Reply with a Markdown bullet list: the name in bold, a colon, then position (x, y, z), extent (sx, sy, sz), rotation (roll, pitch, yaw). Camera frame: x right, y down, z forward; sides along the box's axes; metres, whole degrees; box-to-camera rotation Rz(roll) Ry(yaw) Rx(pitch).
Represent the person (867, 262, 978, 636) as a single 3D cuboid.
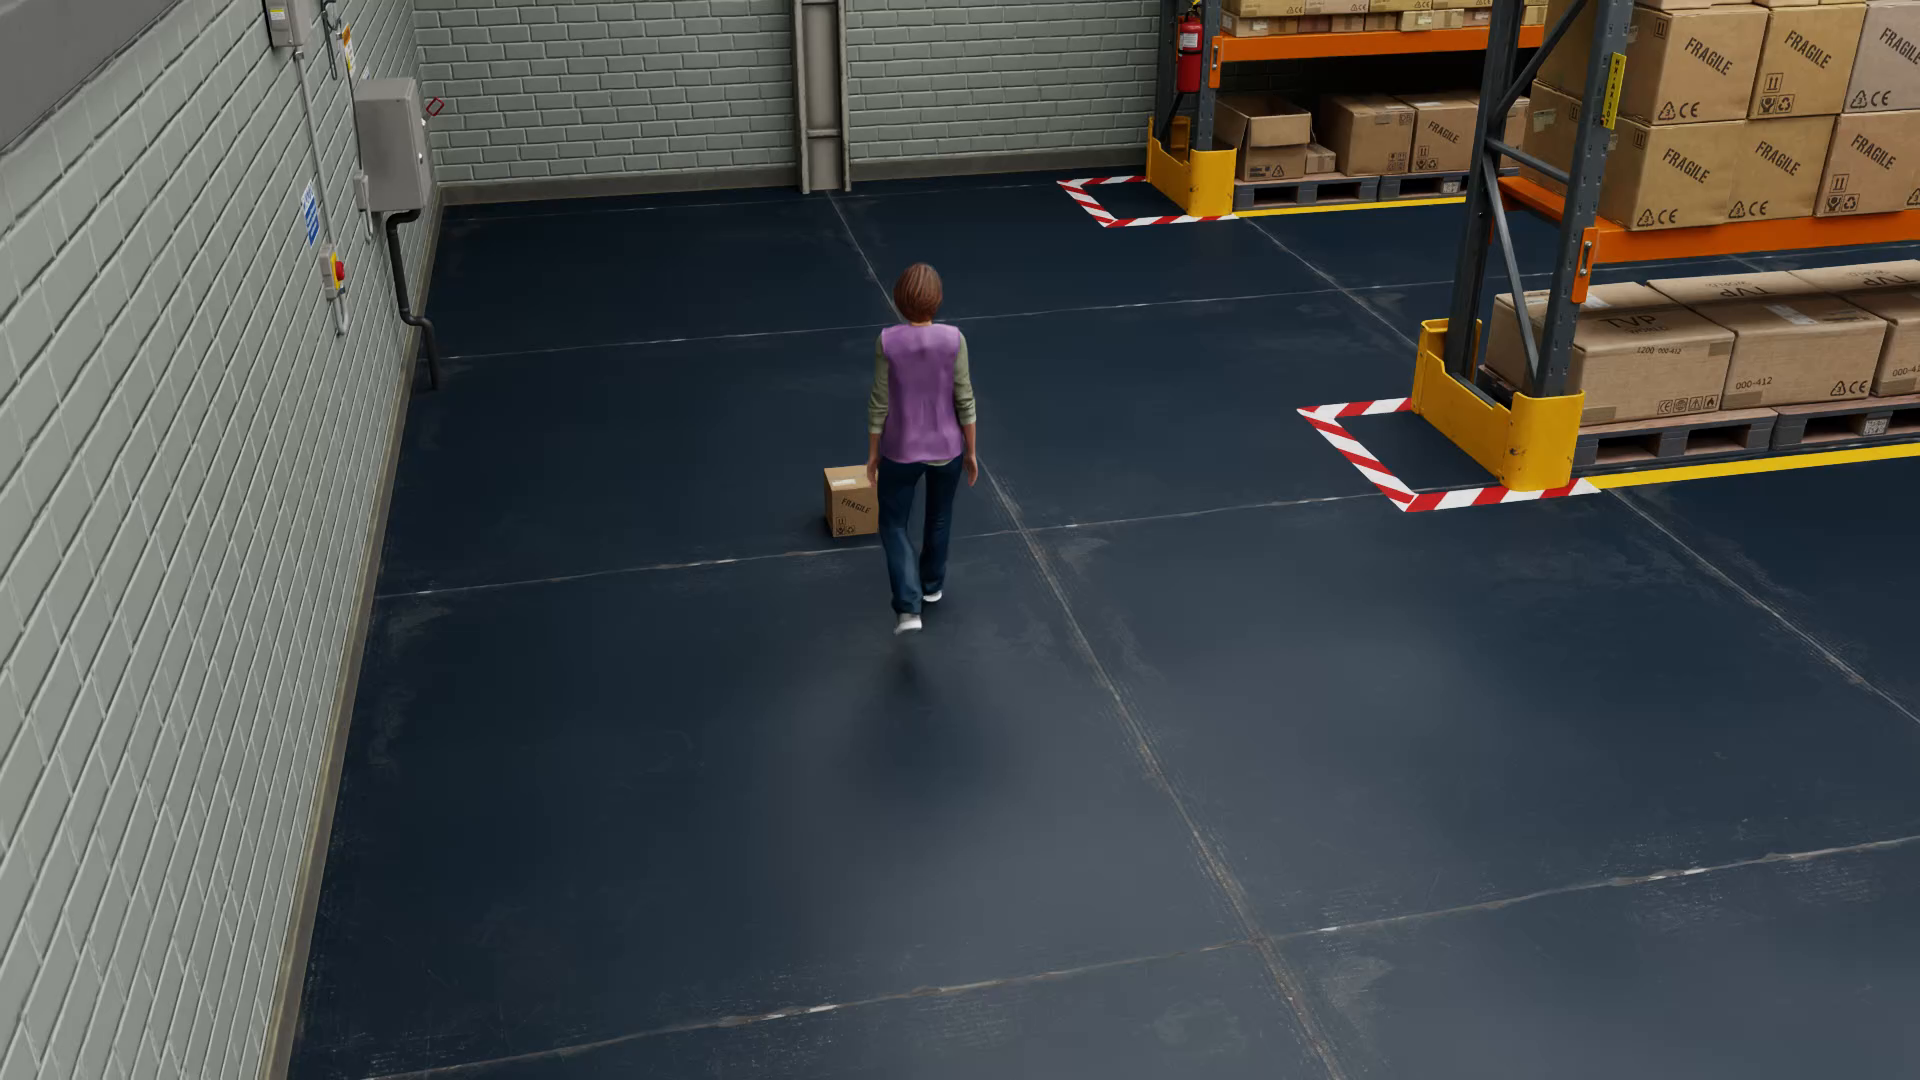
- **person**: position (-0.157, -0.350, 6.811), extent (0.453, 1.564, 0.824), rotation (-4, 27, -8)
